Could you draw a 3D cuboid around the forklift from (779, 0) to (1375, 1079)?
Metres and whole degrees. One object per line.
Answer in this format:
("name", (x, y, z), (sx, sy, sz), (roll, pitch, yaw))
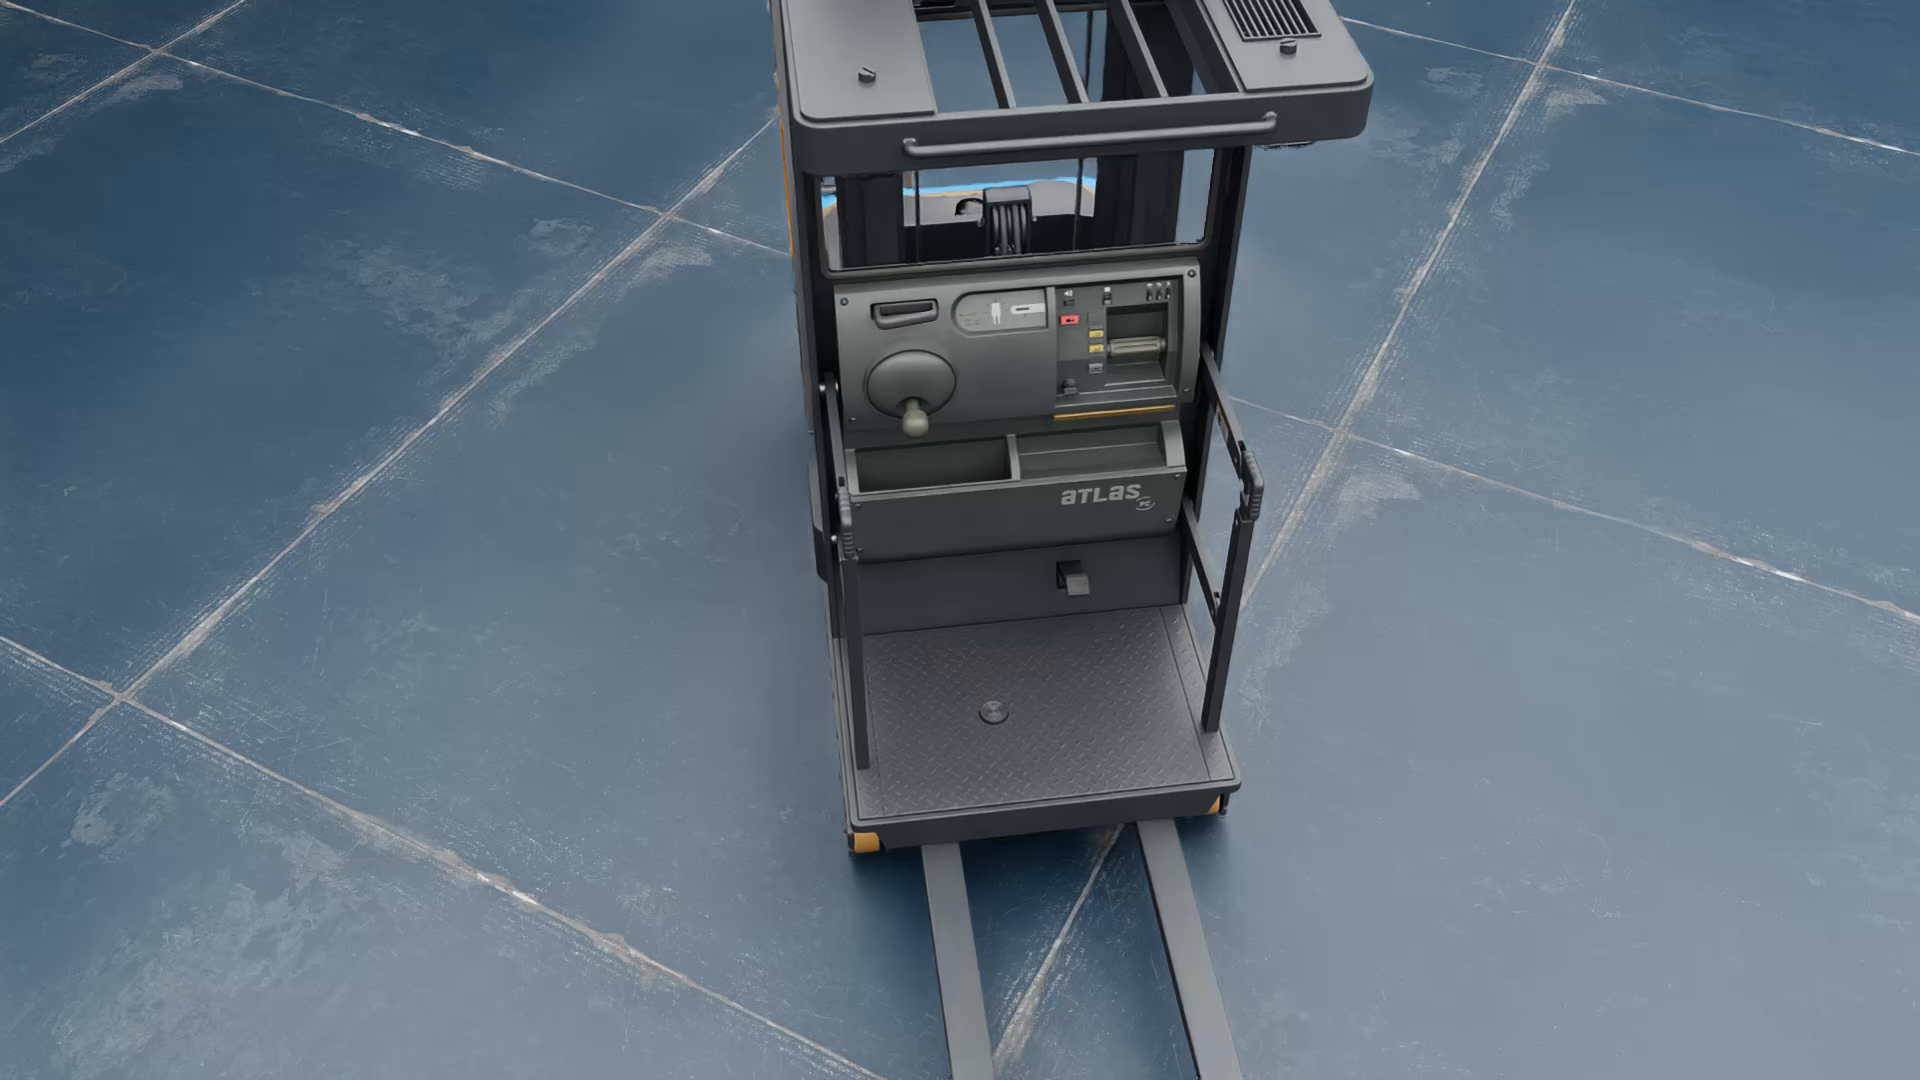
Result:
("forklift", (0.183, -0.392, 4.077), (1.130, 2.935, 3.031), (-5, 46, -5))

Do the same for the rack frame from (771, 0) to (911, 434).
("rack frame", (-0.361, -1.152, 5.413), (0.400, 2.100, 0.015), (-5, 46, -5))

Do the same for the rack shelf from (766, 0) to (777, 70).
("rack shelf", (-0.391, -1.807, 5.095), (0.431, 0.518, 0.480), (-5, 46, -5))

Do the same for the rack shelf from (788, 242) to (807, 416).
("rack shelf", (-0.391, -0.823, 6.091), (0.431, 0.518, 0.480), (-5, 46, -5))

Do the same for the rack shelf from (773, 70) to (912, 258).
("rack shelf", (-0.391, -1.315, 5.593), (0.431, 0.518, 0.480), (-5, 46, -5))

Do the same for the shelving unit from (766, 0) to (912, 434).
("shelving unit", (-0.391, -1.325, 5.583), (0.431, 2.100, 0.503), (-5, 46, -5))

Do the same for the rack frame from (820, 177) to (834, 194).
("rack frame", (-0.420, -1.497, 5.753), (0.400, 2.100, 0.015), (-5, 46, -5))
